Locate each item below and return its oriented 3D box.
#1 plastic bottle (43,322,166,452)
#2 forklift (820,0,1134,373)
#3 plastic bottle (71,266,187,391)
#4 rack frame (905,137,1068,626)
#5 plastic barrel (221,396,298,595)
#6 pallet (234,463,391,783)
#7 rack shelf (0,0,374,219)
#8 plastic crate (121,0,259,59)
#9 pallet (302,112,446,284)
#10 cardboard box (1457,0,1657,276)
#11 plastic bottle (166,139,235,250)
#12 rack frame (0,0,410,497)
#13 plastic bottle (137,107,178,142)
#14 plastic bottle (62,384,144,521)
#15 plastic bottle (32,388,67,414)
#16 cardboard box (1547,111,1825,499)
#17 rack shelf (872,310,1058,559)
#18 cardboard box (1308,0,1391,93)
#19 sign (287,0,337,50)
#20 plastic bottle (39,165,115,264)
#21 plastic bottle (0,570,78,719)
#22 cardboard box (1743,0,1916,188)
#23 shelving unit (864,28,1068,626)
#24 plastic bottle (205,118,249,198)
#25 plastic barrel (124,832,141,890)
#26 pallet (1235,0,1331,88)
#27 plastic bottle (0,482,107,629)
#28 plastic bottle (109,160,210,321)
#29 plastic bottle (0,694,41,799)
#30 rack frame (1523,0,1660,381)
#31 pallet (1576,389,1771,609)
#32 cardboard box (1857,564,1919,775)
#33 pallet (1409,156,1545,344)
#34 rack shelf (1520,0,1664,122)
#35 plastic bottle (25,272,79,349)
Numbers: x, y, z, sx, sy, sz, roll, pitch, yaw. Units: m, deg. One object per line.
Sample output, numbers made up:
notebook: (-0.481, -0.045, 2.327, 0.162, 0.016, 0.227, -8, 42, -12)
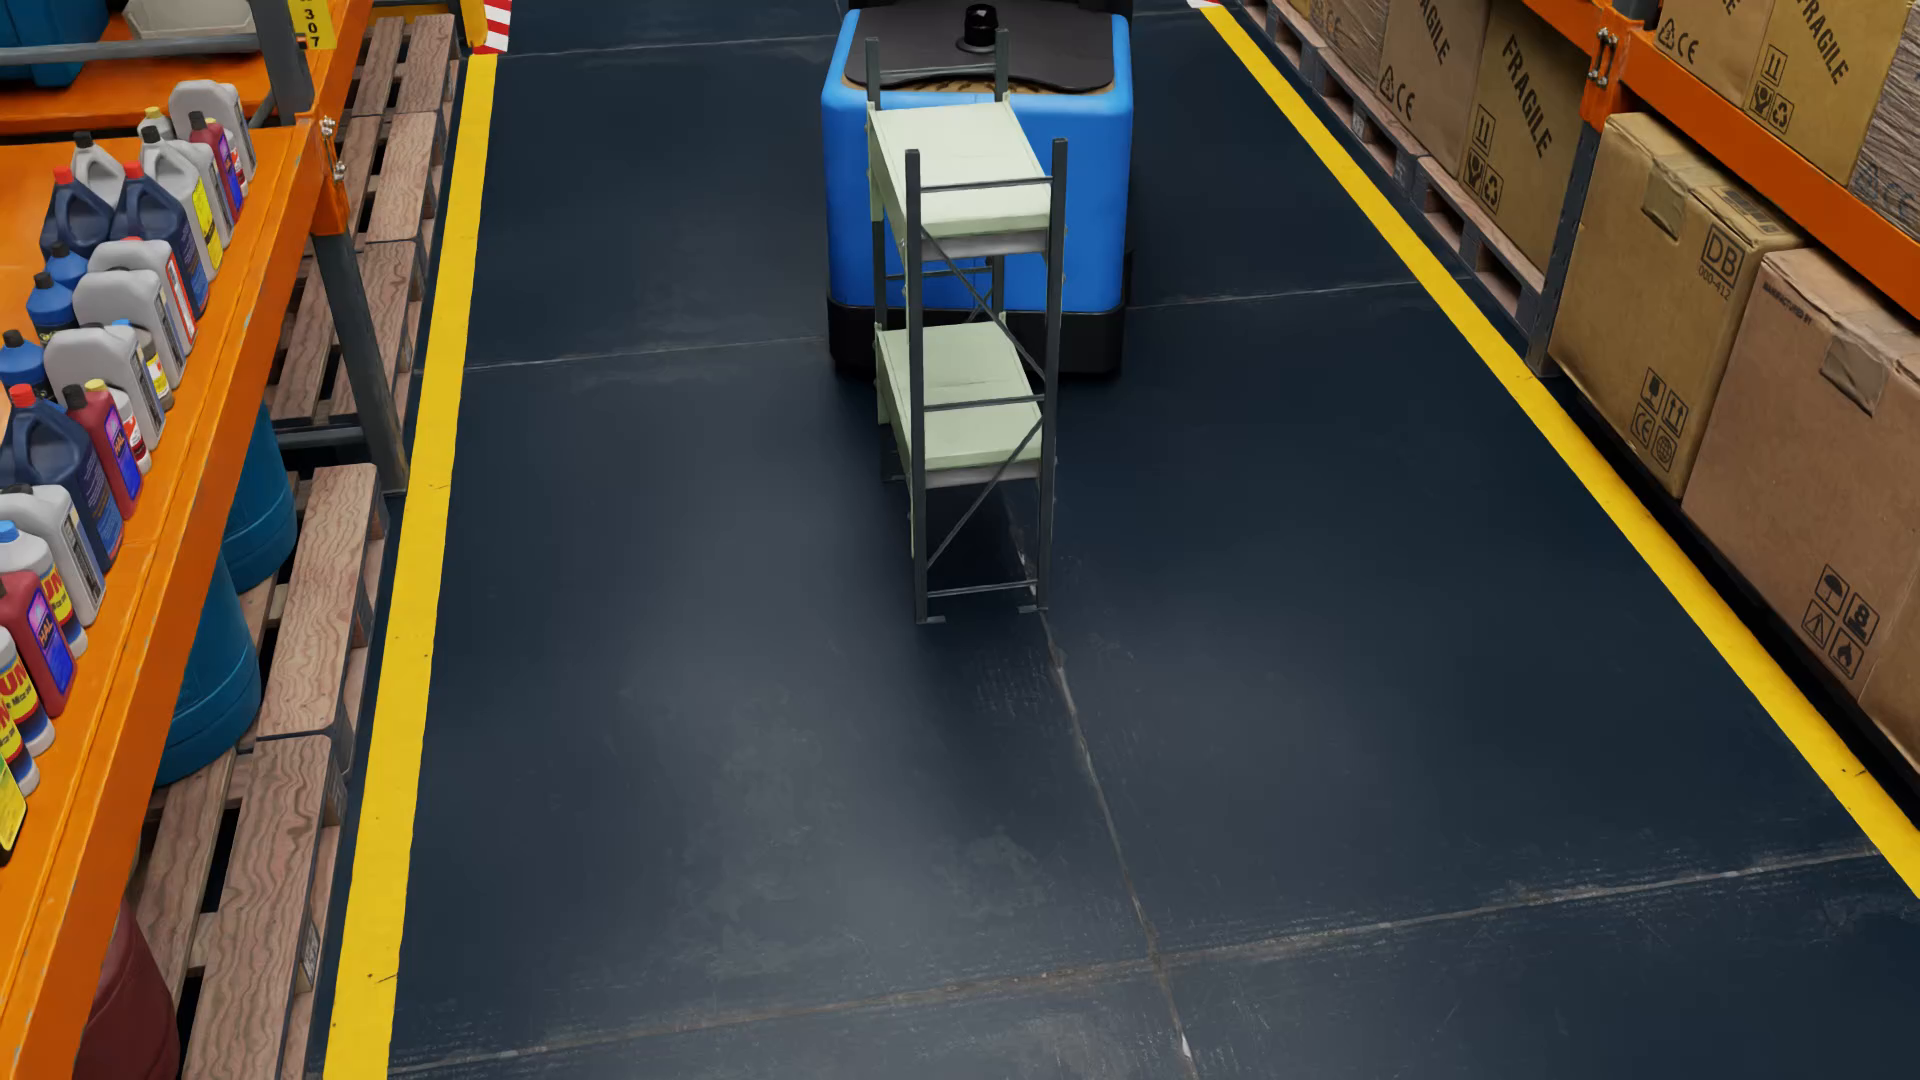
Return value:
plastic bottle: (-1.707, -0.317, 3.314, 0.152, 0.276, 0.135, -6, 38, -8)
forklift: (0.131, -2.634, 6.251, 1.130, 2.935, 3.031, 2, 38, 2)
plastic bottle: (-1.748, -0.457, 3.495, 0.152, 0.276, 0.135, -6, 38, -8)
rack frame: (0.065, -0.367, 4.500, 0.400, 1.500, 0.023, -6, 38, -8)
plastic barrel: (-2.233, -0.323, 4.589, 0.600, 0.901, 0.708, -6, 38, -8)
pallet: (-2.217, 0.256, 4.749, 1.003, 0.211, 1.213, -6, 38, -8)
rack shelf: (-2.662, -2.240, 6.275, 1.077, 0.370, 4.000, -6, 38, -8)
plastic crate: (-2.252, -1.532, 4.943, 0.396, 0.136, 0.243, -6, 38, -8)
pallet: (-2.696, -1.393, 6.871, 1.003, 0.211, 1.213, -6, 38, -8)
cardboard box: (2.528, -1.583, 6.232, 0.875, 0.875, 0.875, -6, 38, -8)
plastic bottle: (-1.860, -0.843, 3.991, 0.152, 0.276, 0.135, -6, 38, -8)
rack frame: (-2.311, -1.316, 4.499, 1.000, 3.000, 0.127, -6, 38, -8)
plastic bottle: (-2.044, -1.010, 4.267, 0.097, 0.201, 0.097, 0, 38, 0)
plastic bottle: (-1.622, -0.185, 3.139, 0.061, 0.283, 0.133, -6, 38, -8)
plastic bottle: (-1.697, -0.161, 3.117, 0.097, 0.271, 0.097, 0, 38, 0)
cardboard box: (2.697, -0.791, 5.213, 1.225, 0.875, 0.875, -6, 38, -8)
rack shelf: (0.001, -0.331, 4.985, 0.431, 0.370, 0.720, -6, 38, -8)
cardboard box: (2.214, -2.664, 7.624, 0.875, 0.875, 0.875, -6, 38, -8)
sign: (-1.770, -1.483, 4.489, 0.100, 0.325, 0.005, -6, 38, -8)
plastic bottle: (-1.938, -0.649, 3.681, 0.144, 0.351, 0.185, -6, 38, -8)
plastic bottle: (-1.525, 0.147, 2.711, 0.061, 0.283, 0.133, -6, 38, -8)
cardboard box: (2.488, -1.280, 4.371, 0.500, 0.500, 0.500, -6, 38, -8)
shelving unit: (0.001, -0.588, 4.785, 0.431, 1.500, 0.755, -6, 38, -8)
plastic bottle: (-1.877, -0.967, 4.212, 0.097, 0.201, 0.097, 0, 38, 0)
plastic barrel: (-2.098, 0.609, 3.706, 0.421, 0.512, 0.421, 0, 38, 0)
pallet: (2.081, -2.689, 8.539, 1.003, 0.211, 1.213, -6, 38, -8)
plastic bottle: (-1.611, 0.015, 2.887, 0.152, 0.276, 0.135, -6, 38, -8)
plastic bottle: (-1.796, -0.665, 3.701, 0.144, 0.351, 0.185, -6, 38, -8)
plastic bottle: (-1.506, 0.282, 2.547, 0.097, 0.271, 0.097, 0, 38, 0)
rack frame: (2.565, -1.849, 5.185, 1.000, 3.000, 0.127, -6, 38, -8)
pallet: (2.774, -0.290, 5.451, 1.003, 0.211, 1.213, -6, 38, -8)
cardboard box: (3.017, 0.282, 3.831, 1.225, 0.875, 0.875, -6, 38, -8)
pallet: (2.509, -1.215, 6.642, 1.003, 0.211, 1.213, -6, 38, -8)
rack shelf: (2.214, -2.773, 6.960, 1.077, 0.370, 4.000, -6, 38, -8)
plastic bottle: (-1.868, -0.431, 3.464, 0.097, 0.271, 0.097, 0, 38, 0)
